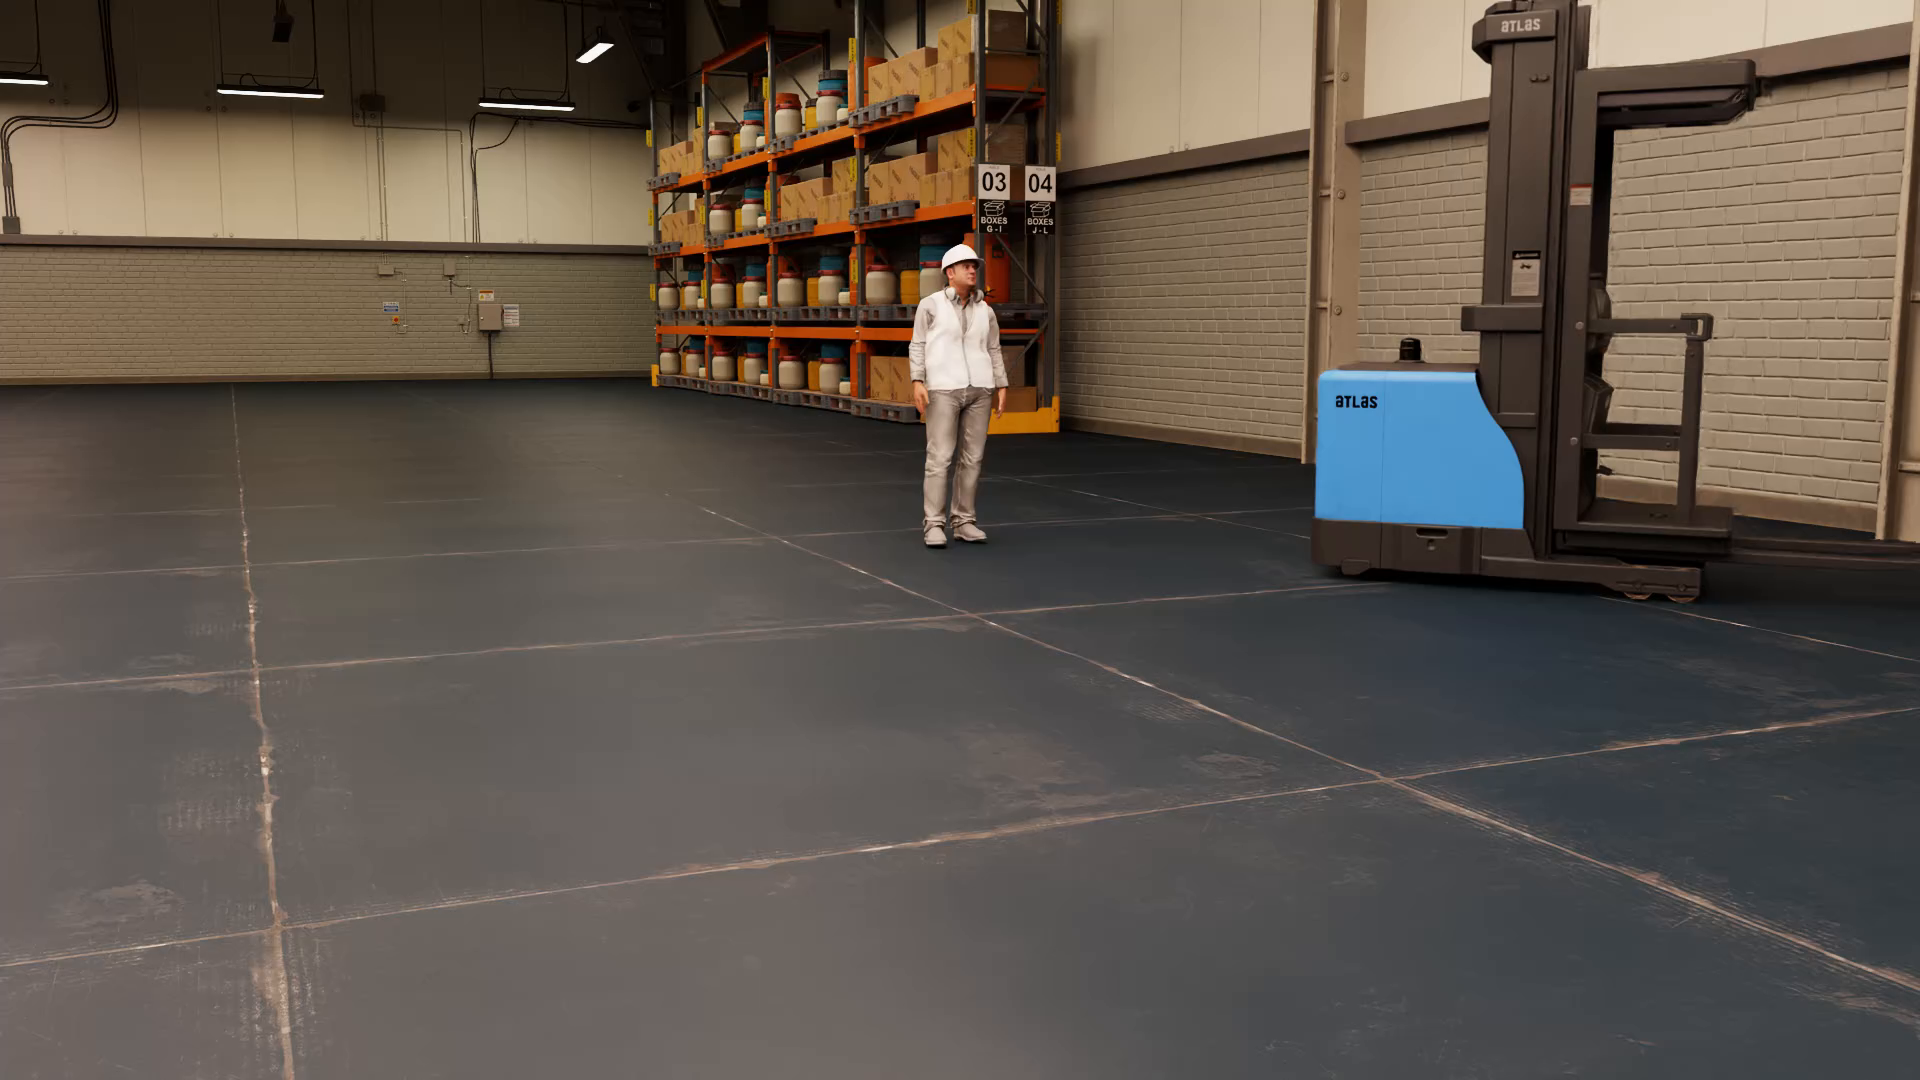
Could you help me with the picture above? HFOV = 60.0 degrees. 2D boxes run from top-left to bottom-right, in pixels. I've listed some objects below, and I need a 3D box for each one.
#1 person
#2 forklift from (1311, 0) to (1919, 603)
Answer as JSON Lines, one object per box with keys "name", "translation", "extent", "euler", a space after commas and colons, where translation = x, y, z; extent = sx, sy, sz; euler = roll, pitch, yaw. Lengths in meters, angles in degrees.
{"name": "person", "translation": [0.019, -0.879, 9.977], "extent": [0.634, 1.775, 0.566], "euler": [-3, 8, -23]}
{"name": "forklift", "translation": [3.395, -1.233, 8.294], "extent": [3.031, 2.935, 1.130], "euler": [4, 8, 25]}
